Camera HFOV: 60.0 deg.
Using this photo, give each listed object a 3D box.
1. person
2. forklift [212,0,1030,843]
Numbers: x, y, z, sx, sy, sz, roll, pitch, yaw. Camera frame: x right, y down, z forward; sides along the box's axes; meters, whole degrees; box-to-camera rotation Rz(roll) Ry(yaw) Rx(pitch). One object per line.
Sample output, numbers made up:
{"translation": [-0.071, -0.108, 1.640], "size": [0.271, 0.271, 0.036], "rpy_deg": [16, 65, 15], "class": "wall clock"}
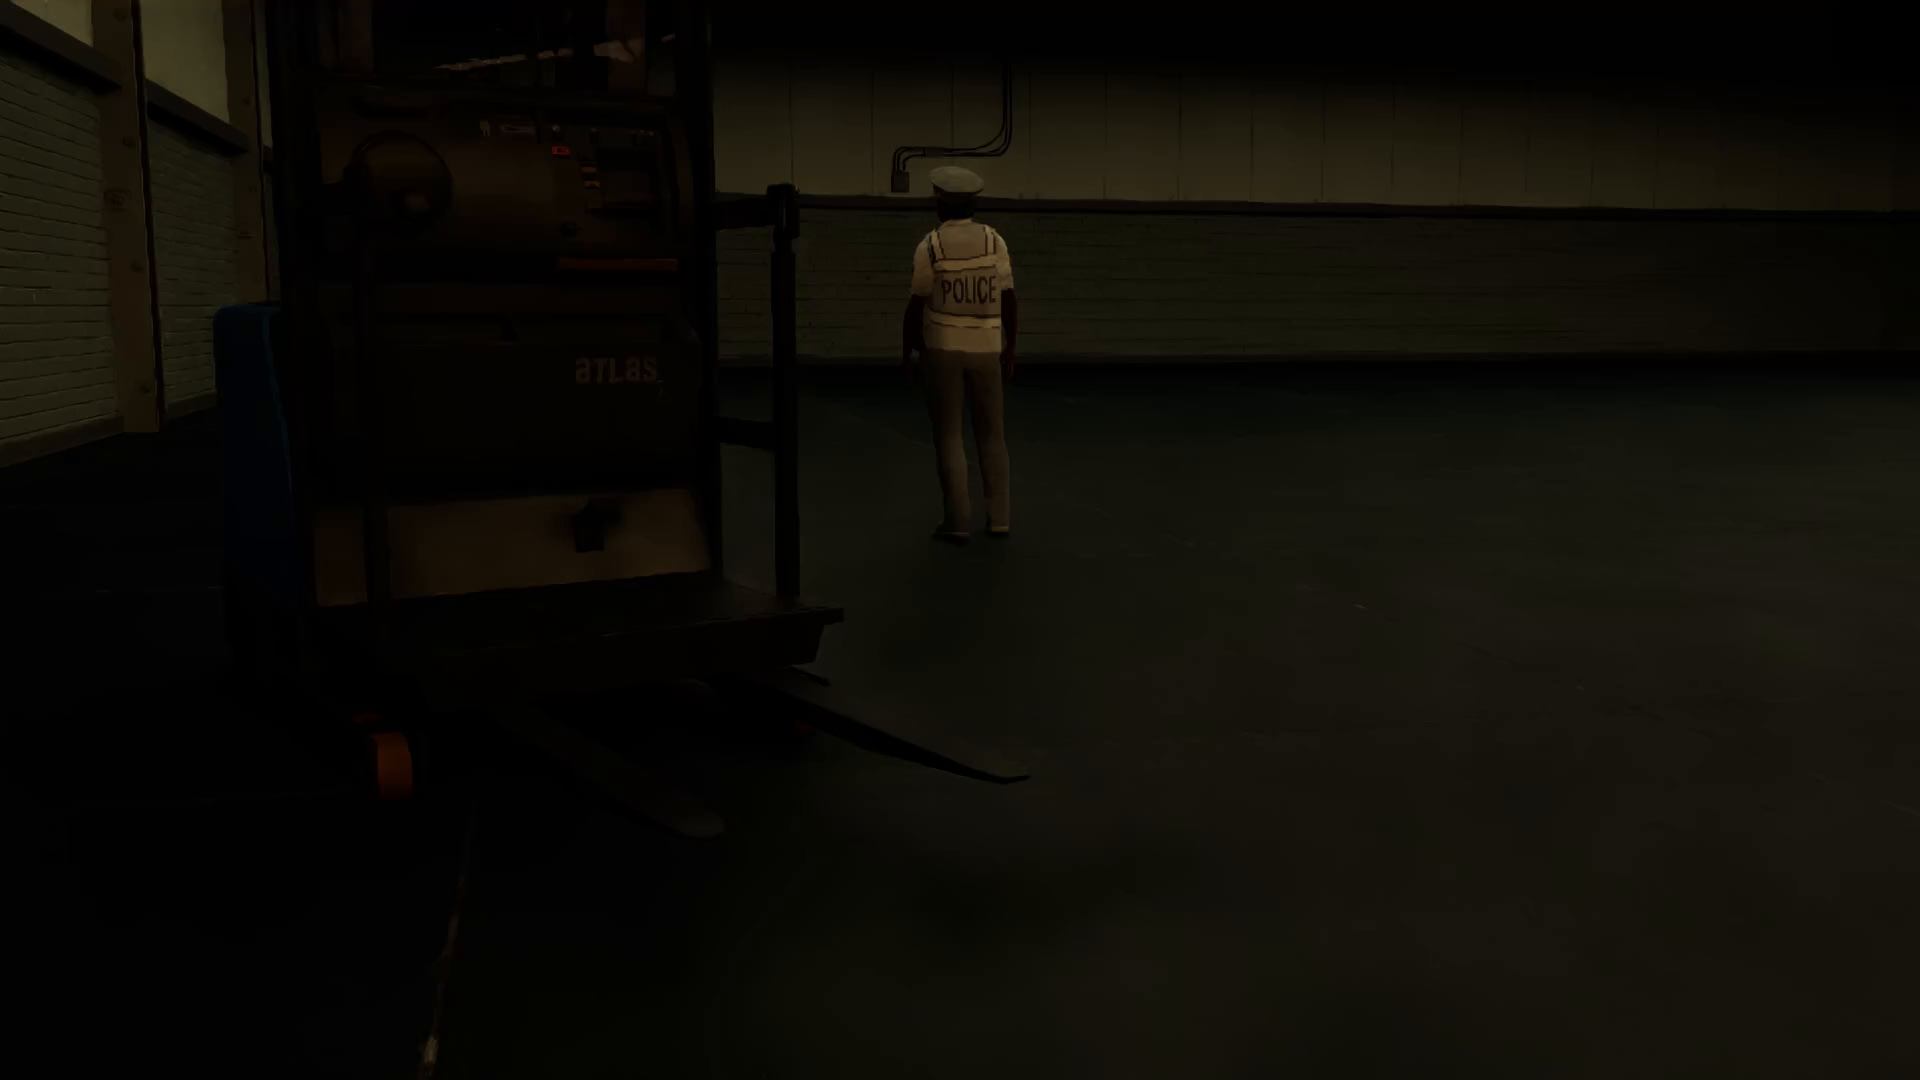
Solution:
{"translation": [0.002, -0.856, 7.666], "size": [0.570, 1.693, 0.529], "rpy_deg": [-2, 8, -13], "class": "person"}
{"translation": [-0.986, -0.951, 3.928], "size": [1.130, 2.935, 3.031], "rpy_deg": [-5, 10, -33], "class": "forklift"}
